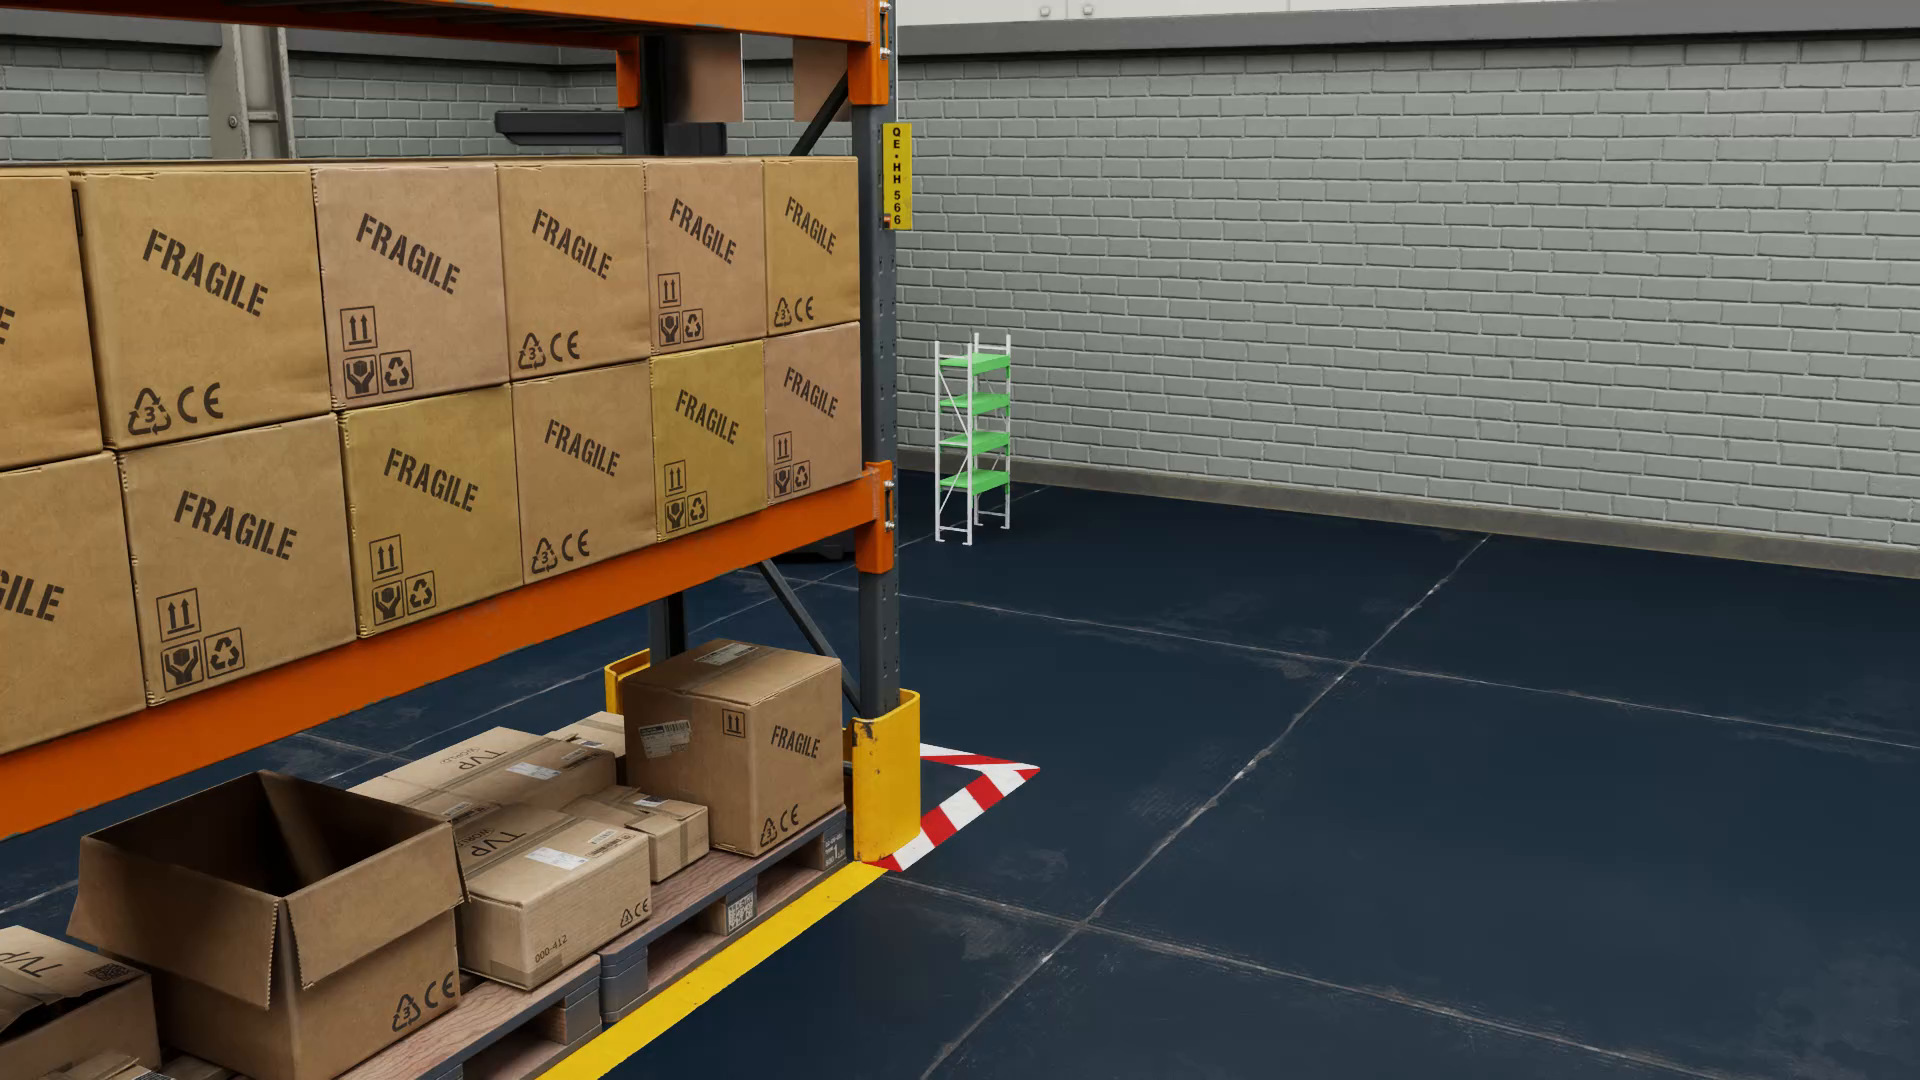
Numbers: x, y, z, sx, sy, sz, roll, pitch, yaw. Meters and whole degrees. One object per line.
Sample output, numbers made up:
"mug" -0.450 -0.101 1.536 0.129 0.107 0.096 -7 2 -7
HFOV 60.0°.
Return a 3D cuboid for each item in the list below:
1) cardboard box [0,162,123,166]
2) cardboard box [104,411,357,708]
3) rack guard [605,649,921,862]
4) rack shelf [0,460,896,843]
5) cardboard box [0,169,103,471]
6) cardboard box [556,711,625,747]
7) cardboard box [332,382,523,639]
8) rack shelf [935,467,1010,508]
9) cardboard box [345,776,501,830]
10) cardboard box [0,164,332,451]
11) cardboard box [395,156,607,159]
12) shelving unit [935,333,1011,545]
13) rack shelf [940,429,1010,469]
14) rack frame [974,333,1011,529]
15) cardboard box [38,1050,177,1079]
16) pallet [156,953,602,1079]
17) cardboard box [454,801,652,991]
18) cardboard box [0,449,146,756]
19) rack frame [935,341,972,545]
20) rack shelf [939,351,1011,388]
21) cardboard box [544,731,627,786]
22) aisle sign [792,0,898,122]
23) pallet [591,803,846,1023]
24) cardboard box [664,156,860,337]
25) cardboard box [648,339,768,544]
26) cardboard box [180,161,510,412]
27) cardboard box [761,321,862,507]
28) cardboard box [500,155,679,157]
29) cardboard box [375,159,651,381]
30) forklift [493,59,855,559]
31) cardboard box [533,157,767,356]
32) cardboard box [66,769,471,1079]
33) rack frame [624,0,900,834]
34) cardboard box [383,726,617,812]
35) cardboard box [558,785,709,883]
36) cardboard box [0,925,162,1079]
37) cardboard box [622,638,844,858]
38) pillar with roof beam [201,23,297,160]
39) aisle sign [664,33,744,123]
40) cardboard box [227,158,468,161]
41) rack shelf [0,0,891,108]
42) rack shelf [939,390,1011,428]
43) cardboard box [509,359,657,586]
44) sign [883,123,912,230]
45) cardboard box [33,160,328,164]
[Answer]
"cardboard box" -2.099 -0.548 3.558 0.500 0.500 0.500 8 15 28
"cardboard box" -1.632 -0.001 3.425 0.500 0.500 0.500 7 15 28
"rack guard" -0.709 0.739 5.901 1.175 0.500 0.348 7 15 28
"rack shelf" -1.639 0.268 4.055 1.077 0.370 4.000 7 15 28
"cardboard box" -1.883 -0.376 2.848 0.500 0.500 0.500 7 15 26
"cardboard box" -1.176 0.727 5.761 0.380 0.149 0.250 7 15 28
"cardboard box" -1.388 -0.106 3.858 0.500 0.500 0.500 7 15 27
"rack shelf" 0.080 -0.322 10.105 0.258 0.148 0.480 7 15 28
"cardboard box" -1.667 0.916 4.763 0.500 0.250 0.500 7 15 28
"cardboard box" -1.634 -0.482 3.285 0.500 0.500 0.500 7 15 26
"cardboard box" -1.364 -0.857 4.842 0.500 0.500 0.500 8 15 29
"shelving unit" 0.080 -0.617 10.034 0.258 1.200 0.503 7 15 28
"rack shelf" 0.080 -0.555 10.049 0.258 0.148 0.480 7 15 28
"rack frame" 0.198 -0.667 10.241 0.240 1.200 0.015 7 15 28
"cardboard box" -1.804 1.252 3.546 0.380 0.166 0.250 7 15 28
"pallet" -1.684 1.293 4.222 1.003 0.211 1.213 7 15 28
"cardboard box" -1.205 0.962 4.571 0.500 0.250 0.500 7 15 28
"cardboard box" -1.876 0.101 3.000 0.500 0.500 0.500 8 16 29
"rack frame" -0.038 -0.567 9.826 0.240 1.200 0.015 7 15 28
"rack shelf" 0.080 -1.022 9.936 0.258 0.148 0.480 7 15 28
"cardboard box" -1.296 0.770 5.546 0.380 0.166 0.250 7 15 28
"aisle sign" -0.371 -1.735 5.282 0.394 0.787 0.004 7 15 28
"pallet" -1.094 1.043 5.256 1.003 0.211 1.213 7 15 28
"cardboard box" -0.647 -0.904 5.036 0.500 0.500 0.500 7 15 28
"cardboard box" -0.898 -0.311 4.709 0.500 0.500 0.500 8 15 29
"cardboard box" -1.385 -0.588 3.725 0.500 0.500 0.500 8 16 30
"cardboard box" -0.651 -0.418 5.152 0.500 0.500 0.500 8 16 30
"cardboard box" -1.118 -0.965 5.290 0.500 0.500 0.500 8 16 30
"cardboard box" -1.137 -0.693 4.162 0.500 0.500 0.500 8 16 30
"forklift" -2.037 -1.381 9.509 3.031 2.935 1.130 -1 14 -5
"cardboard box" -0.890 -0.800 4.606 0.500 0.500 0.500 8 16 30
"cardboard box" -1.702 0.943 4.111 0.797 0.503 0.637 7 15 28
"rack frame" -0.672 -0.492 5.673 1.000 3.000 0.127 7 15 28
"cardboard box" -1.425 0.813 5.189 0.500 0.250 0.500 7 15 28
"cardboard box" -0.994 0.884 5.073 0.380 0.166 0.250 7 15 28
"cardboard box" -2.216 1.119 3.789 0.500 0.311 0.500 7 15 28
"cardboard box" -0.720 0.649 5.336 0.500 0.500 0.500 7 15 28
"pillar with roof beam" -0.694 -4.133 7.976 9.100 9.000 0.400 7 15 28
"aisle sign" -0.896 -1.803 5.564 0.394 0.787 0.004 7 15 28
"cardboard box" -1.610 -0.755 4.418 0.500 0.500 0.500 8 16 29
"rack shelf" -1.639 -1.190 3.704 1.077 0.370 4.000 7 15 28
"rack shelf" 0.080 -0.788 9.993 0.258 0.148 0.480 7 15 28
"cardboard box" -1.144 -0.209 4.287 0.500 0.500 0.500 8 15 28
"sign" -0.196 -1.141 5.222 0.100 0.325 0.005 7 15 28
"cardboard box" -1.855 -0.651 3.986 0.500 0.500 0.500 7 15 28
